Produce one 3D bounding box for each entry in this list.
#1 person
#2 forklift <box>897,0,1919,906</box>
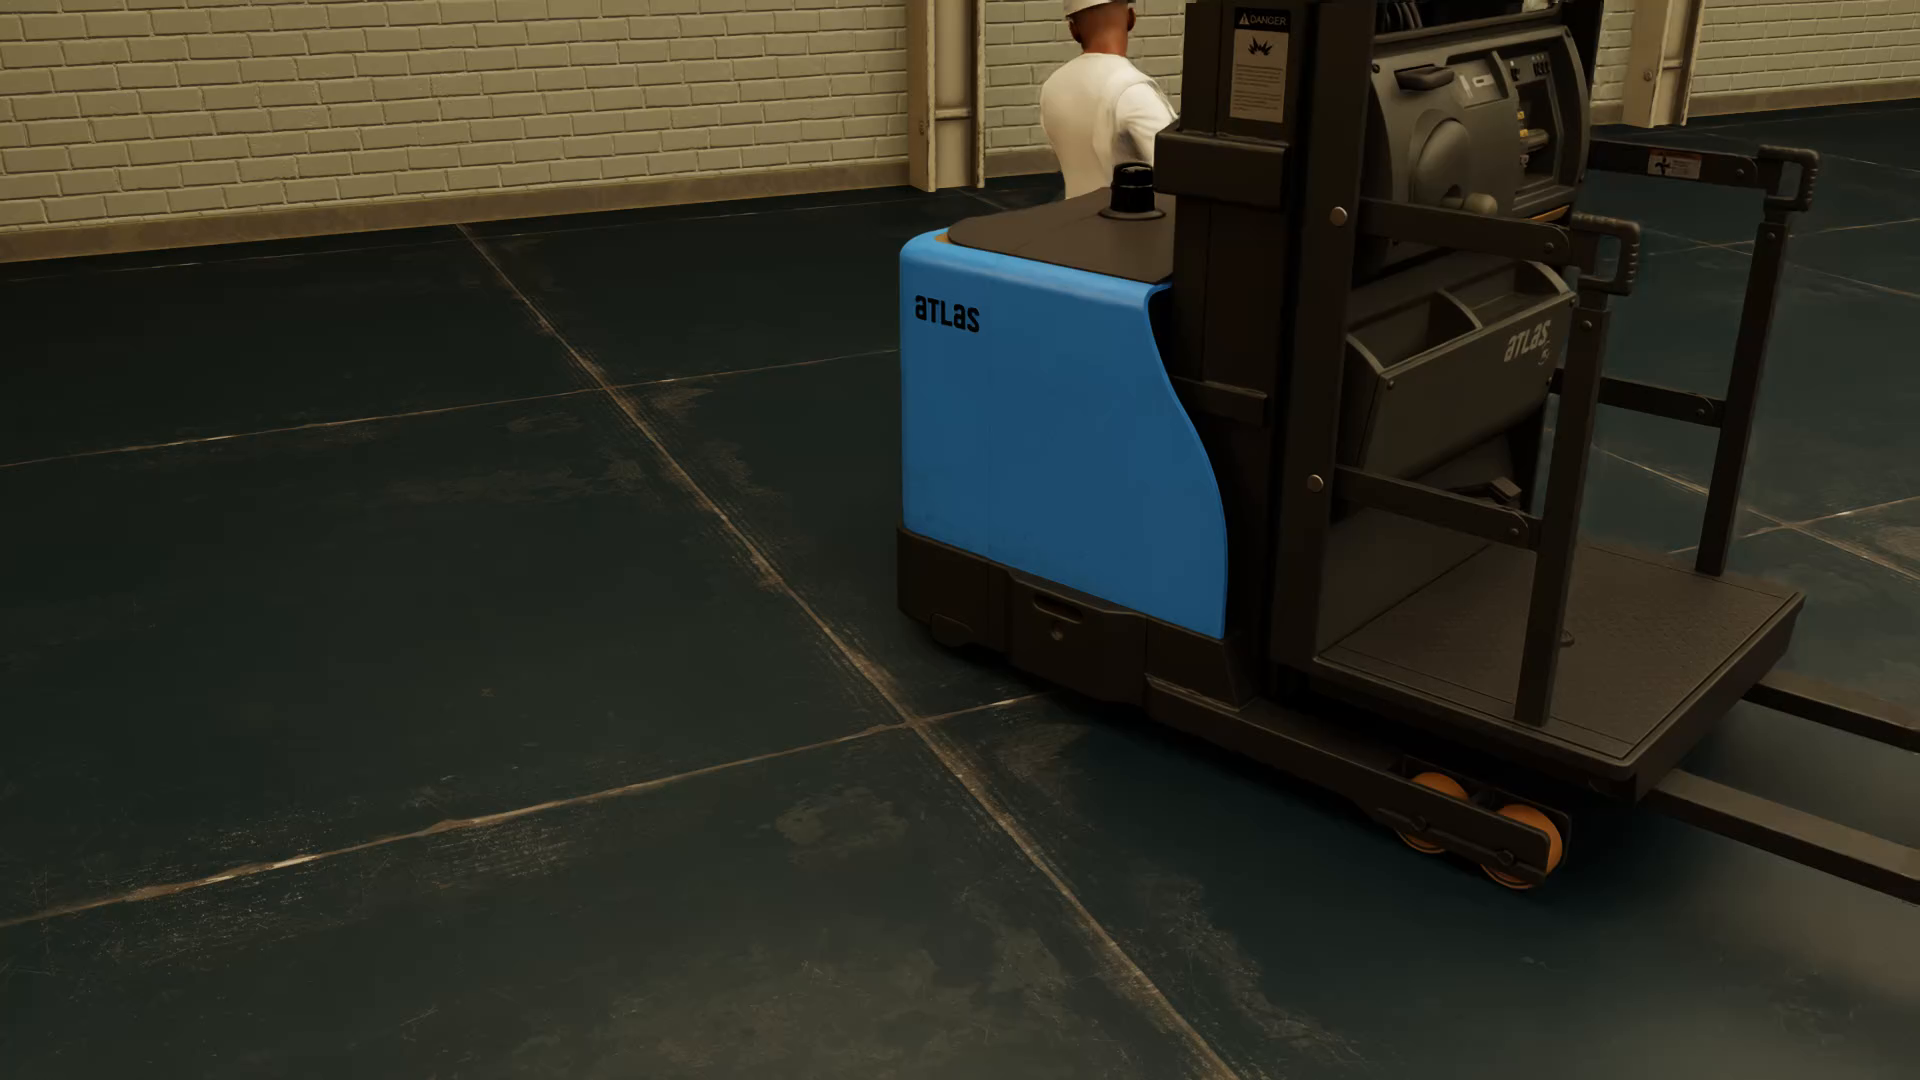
[{"bbox_3d":[0.569,-0.858,5.026,0.859,1.687,0.758,-19,29,-38],"label":"person"},{"bbox_3d":[1.266,-0.870,3.380,3.031,2.935,1.130,19,29,38],"label":"forklift"}]
